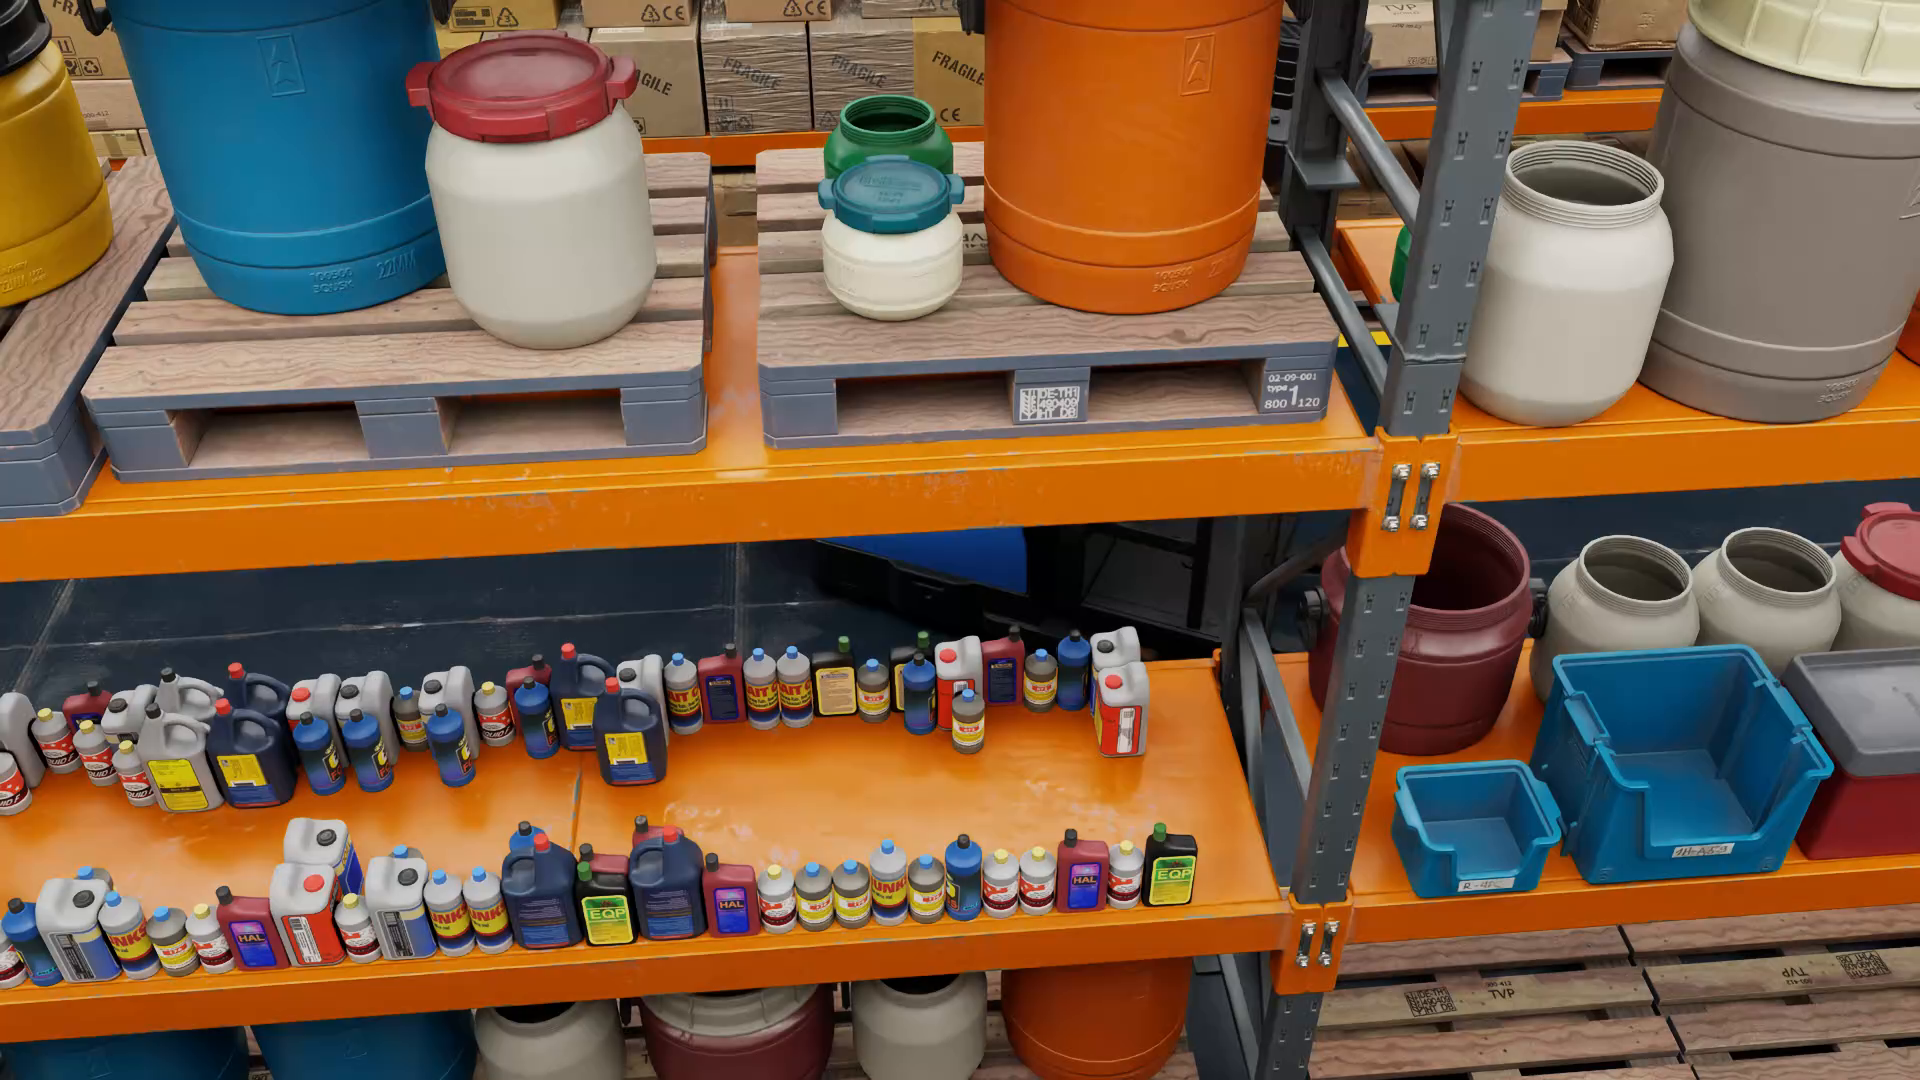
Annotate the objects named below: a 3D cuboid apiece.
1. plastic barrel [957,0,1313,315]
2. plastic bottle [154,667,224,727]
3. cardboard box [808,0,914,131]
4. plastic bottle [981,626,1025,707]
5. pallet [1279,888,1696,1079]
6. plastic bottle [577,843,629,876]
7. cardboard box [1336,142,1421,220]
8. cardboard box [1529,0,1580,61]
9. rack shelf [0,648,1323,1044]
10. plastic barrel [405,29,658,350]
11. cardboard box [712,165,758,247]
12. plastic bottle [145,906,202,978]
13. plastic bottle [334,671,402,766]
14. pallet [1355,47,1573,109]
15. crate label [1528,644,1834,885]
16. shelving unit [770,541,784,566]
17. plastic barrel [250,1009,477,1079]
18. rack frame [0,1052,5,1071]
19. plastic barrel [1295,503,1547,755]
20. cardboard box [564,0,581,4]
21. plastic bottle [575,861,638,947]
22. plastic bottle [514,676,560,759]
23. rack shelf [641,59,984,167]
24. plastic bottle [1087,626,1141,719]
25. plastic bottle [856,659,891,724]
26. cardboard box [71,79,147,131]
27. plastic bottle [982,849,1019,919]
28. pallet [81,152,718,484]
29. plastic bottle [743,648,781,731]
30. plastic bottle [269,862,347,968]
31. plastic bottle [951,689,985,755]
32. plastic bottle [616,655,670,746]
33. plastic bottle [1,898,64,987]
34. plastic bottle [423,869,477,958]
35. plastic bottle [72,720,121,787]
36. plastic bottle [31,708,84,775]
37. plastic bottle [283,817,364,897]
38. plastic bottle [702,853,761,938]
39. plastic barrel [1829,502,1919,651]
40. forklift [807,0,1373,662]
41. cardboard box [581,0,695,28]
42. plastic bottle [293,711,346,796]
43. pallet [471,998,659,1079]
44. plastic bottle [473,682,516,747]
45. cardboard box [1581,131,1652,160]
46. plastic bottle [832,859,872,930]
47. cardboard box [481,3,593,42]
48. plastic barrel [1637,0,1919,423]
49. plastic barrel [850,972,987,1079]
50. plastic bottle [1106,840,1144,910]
[{"bbox_3d":[0.349,-0.968,3.447,0.708,0.830,0.600,-3,38,-4],"label":"plastic barrel"},{"bbox_3d":[-2.183,0.501,4.734,0.185,0.351,0.144,-3,38,-4],"label":"plastic bottle"},{"bbox_3d":[-0.491,-2.377,8.261,0.500,0.500,0.500,-3,38,-4],"label":"cardboard box"},{"bbox_3d":[0.124,0.374,4.949,0.133,0.283,0.061,-3,38,-4],"label":"plastic bottle"},{"bbox_3d":[1.690,1.590,5.564,1.213,0.211,1.003,-3,38,-4],"label":"pallet"},{"bbox_3d":[-0.911,0.888,4.297,0.133,0.283,0.061,-3,38,-4],"label":"plastic bottle"},{"bbox_3d":[2.257,-1.856,9.344,0.500,0.500,0.700,0,38,0],"label":"cardboard box"},{"bbox_3d":[2.742,-2.815,8.473,0.637,0.503,0.797,1,38,1],"label":"cardboard box"},{"bbox_3d":[-1.077,0.906,4.761,4.000,0.370,1.077,-3,38,-4],"label":"rack shelf"},{"bbox_3d":[-0.838,-0.691,3.334,0.433,0.535,0.433,0,38,0],"label":"plastic barrel"},{"bbox_3d":[-1.102,-1.803,8.990,0.875,0.875,1.225,-3,38,-4],"label":"cardboard box"},{"bbox_3d":[-1.995,1.006,4.213,0.097,0.201,0.097,0,38,0],"label":"plastic bottle"},{"bbox_3d":[-1.705,0.506,4.787,0.135,0.276,0.152,-3,38,-4],"label":"plastic bottle"},{"bbox_3d":[2.444,-2.600,8.779,1.213,0.211,1.003,-3,38,-4],"label":"pallet"},{"bbox_3d":[1.928,0.613,4.523,0.616,0.435,0.502,-3,38,-4],"label":"crate label"},{"bbox_3d":[-0.932,-0.411,7.301,0.189,1.200,0.258,-22,40,2],"label":"shelving unit"},{"bbox_3d":[-1.821,1.334,4.992,0.708,0.901,0.600,-3,38,-4],"label":"plastic barrel"},{"bbox_3d":[-3.070,0.734,4.399,0.127,3.000,1.000,-3,38,-4],"label":"rack frame"},{"bbox_3d":[1.350,0.248,4.904,0.708,0.536,0.600,-3,38,-4],"label":"plastic barrel"},{"bbox_3d":[-2.053,-2.612,8.558,0.500,0.500,0.500,-4,38,-5],"label":"cardboard box"},{"bbox_3d":[-0.906,0.925,4.250,0.133,0.283,0.061,-3,38,-4],"label":"plastic bottle"},{"bbox_3d":[-1.223,0.502,4.796,0.097,0.271,0.097,0,38,0],"label":"plastic bottle"},{"bbox_3d":[-1.516,-2.150,8.634,4.000,0.370,1.077,-3,38,-4],"label":"rack shelf"},{"bbox_3d":[0.455,0.387,4.938,0.135,0.276,0.152,-3,38,-4],"label":"plastic bottle"},{"bbox_3d":[-0.257,0.439,4.933,0.097,0.201,0.097,0,38,0],"label":"plastic bottle"},{"bbox_3d":[-3.925,-2.194,7.990,0.500,0.250,0.500,-4,38,-5],"label":"cardboard box"},{"bbox_3d":[0.106,0.891,4.360,0.097,0.201,0.097,0,38,0],"label":"plastic bottle"},{"bbox_3d":[-1.168,-0.537,3.740,1.213,0.211,1.003,-3,38,-4],"label":"pallet"},{"bbox_3d":[-0.583,0.429,4.888,0.097,0.271,0.097,0,38,0],"label":"plastic bottle"},{"bbox_3d":[-1.653,0.941,4.236,0.135,0.276,0.152,-3,38,-4],"label":"plastic bottle"},{"bbox_3d":[0.024,0.518,4.833,0.097,0.201,0.097,0,38,0],"label":"plastic bottle"},{"bbox_3d":[-0.926,0.463,4.842,0.135,0.276,0.152,-3,38,-4],"label":"plastic bottle"},{"bbox_3d":[-2.323,0.997,4.169,0.097,0.271,0.097,0,38,0],"label":"plastic bottle"},{"bbox_3d":[-1.304,0.941,4.240,0.097,0.271,0.097,0,38,0],"label":"plastic bottle"},{"bbox_3d":[-2.454,0.597,4.732,0.097,0.201,0.097,0,38,0],"label":"plastic bottle"},{"bbox_3d":[-2.593,0.567,4.770,0.097,0.201,0.097,0,38,0],"label":"plastic bottle"},{"bbox_3d":[-1.666,0.847,4.355,0.135,0.276,0.152,-3,38,-4],"label":"plastic bottle"},{"bbox_3d":[-0.589,0.908,4.272,0.133,0.283,0.061,-3,38,-4],"label":"plastic bottle"},{"bbox_3d":[2.765,0.222,4.937,0.433,0.535,0.433,0,38,0],"label":"plastic barrel"},{"bbox_3d":[0.891,-0.863,6.478,3.031,2.935,1.130,14,41,18],"label":"forklift"},{"bbox_3d":[-1.571,-2.870,8.075,0.637,0.503,0.797,-2,38,-3],"label":"cardboard box"},{"bbox_3d":[-1.810,0.591,4.683,0.097,0.271,0.097,0,38,0],"label":"plastic bottle"},{"bbox_3d":[-1.079,1.743,5.371,1.213,0.211,1.003,-3,38,-4],"label":"pallet"},{"bbox_3d":[-1.361,0.499,4.856,0.097,0.201,0.097,0,38,0],"label":"plastic bottle"},{"bbox_3d":[3.847,-1.932,9.440,0.500,0.500,0.700,-6,39,-7],"label":"cardboard box"},{"bbox_3d":[-0.282,0.912,4.333,0.097,0.201,0.097,0,38,0],"label":"plastic bottle"},{"bbox_3d":[-2.029,-2.288,8.147,0.500,0.500,0.500,-4,38,-5],"label":"cardboard box"},{"bbox_3d":[1.752,-0.771,3.480,0.600,0.901,0.600,0,38,0],"label":"plastic barrel"},{"bbox_3d":[-0.126,1.449,5.161,0.421,0.512,0.421,0,38,0],"label":"plastic barrel"},{"bbox_3d":[0.433,0.873,4.383,0.097,0.201,0.097,0,38,0],"label":"plastic bottle"}]
